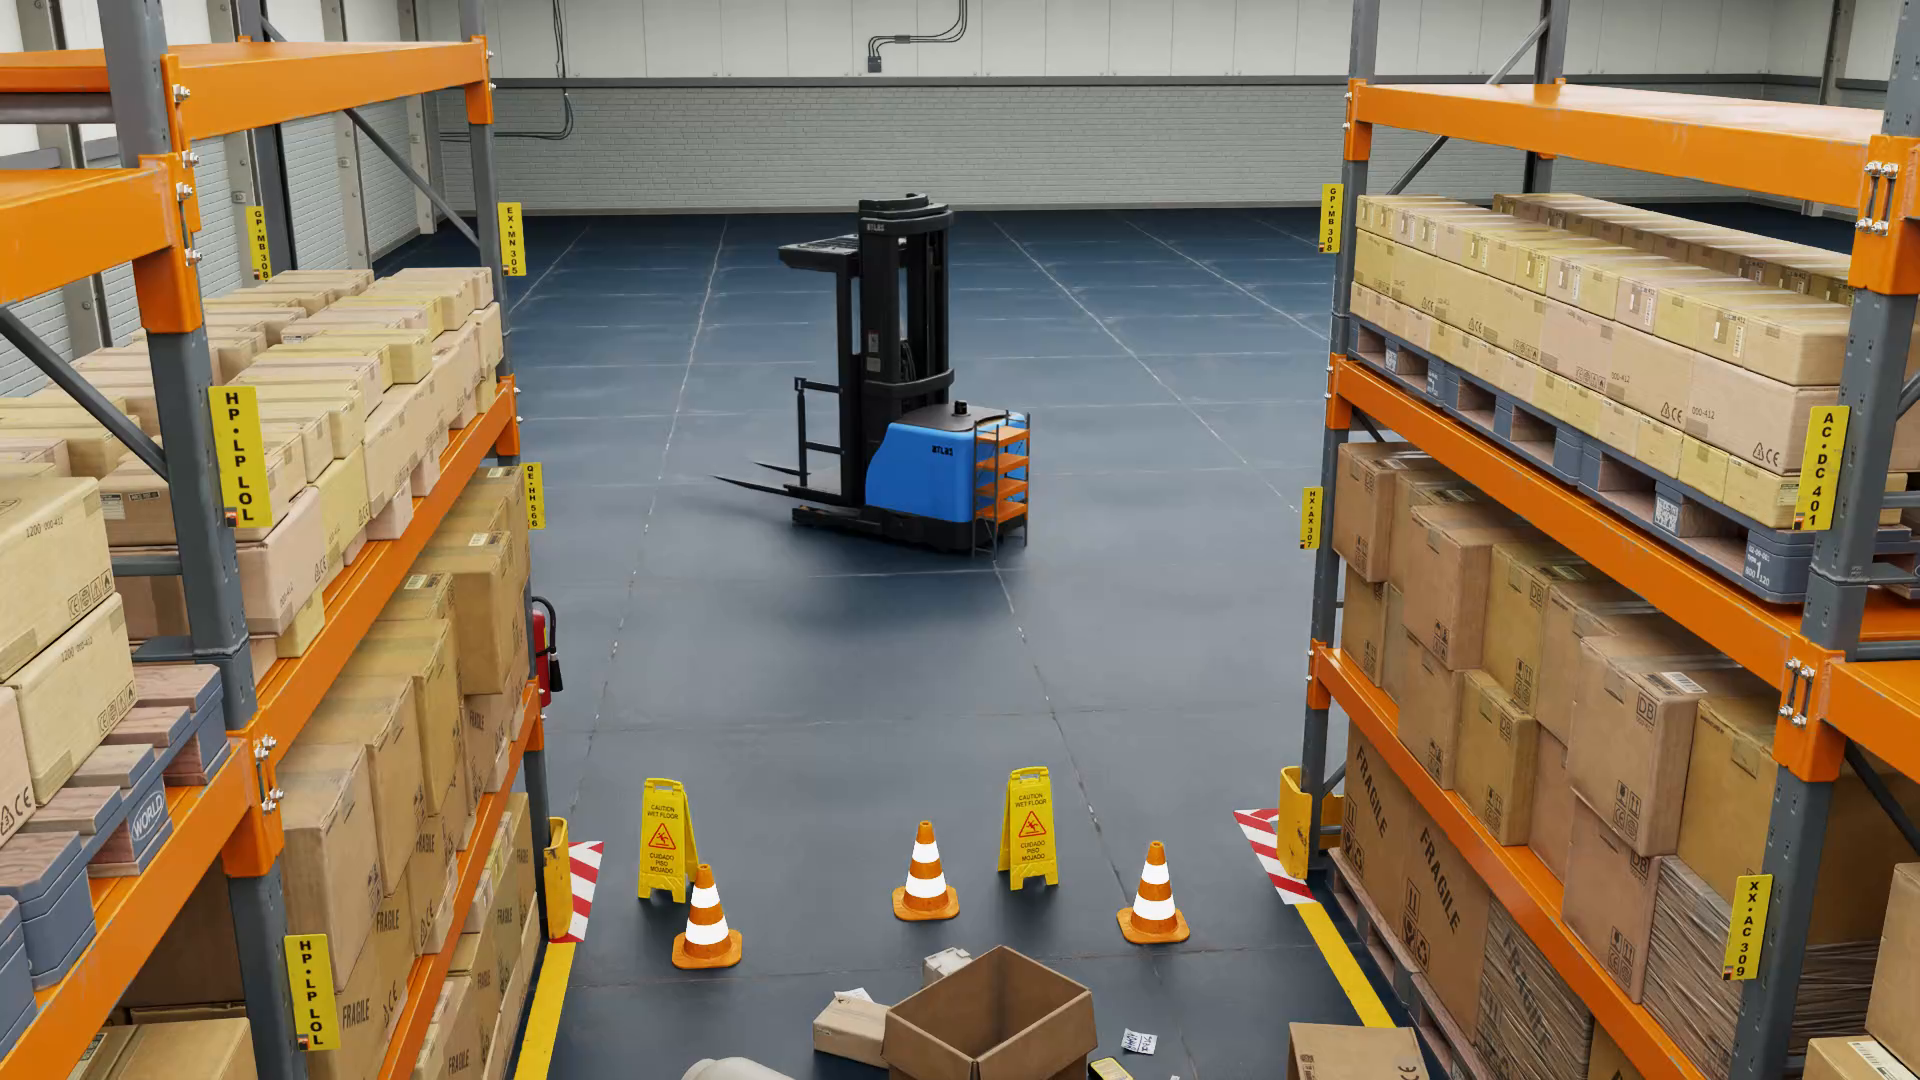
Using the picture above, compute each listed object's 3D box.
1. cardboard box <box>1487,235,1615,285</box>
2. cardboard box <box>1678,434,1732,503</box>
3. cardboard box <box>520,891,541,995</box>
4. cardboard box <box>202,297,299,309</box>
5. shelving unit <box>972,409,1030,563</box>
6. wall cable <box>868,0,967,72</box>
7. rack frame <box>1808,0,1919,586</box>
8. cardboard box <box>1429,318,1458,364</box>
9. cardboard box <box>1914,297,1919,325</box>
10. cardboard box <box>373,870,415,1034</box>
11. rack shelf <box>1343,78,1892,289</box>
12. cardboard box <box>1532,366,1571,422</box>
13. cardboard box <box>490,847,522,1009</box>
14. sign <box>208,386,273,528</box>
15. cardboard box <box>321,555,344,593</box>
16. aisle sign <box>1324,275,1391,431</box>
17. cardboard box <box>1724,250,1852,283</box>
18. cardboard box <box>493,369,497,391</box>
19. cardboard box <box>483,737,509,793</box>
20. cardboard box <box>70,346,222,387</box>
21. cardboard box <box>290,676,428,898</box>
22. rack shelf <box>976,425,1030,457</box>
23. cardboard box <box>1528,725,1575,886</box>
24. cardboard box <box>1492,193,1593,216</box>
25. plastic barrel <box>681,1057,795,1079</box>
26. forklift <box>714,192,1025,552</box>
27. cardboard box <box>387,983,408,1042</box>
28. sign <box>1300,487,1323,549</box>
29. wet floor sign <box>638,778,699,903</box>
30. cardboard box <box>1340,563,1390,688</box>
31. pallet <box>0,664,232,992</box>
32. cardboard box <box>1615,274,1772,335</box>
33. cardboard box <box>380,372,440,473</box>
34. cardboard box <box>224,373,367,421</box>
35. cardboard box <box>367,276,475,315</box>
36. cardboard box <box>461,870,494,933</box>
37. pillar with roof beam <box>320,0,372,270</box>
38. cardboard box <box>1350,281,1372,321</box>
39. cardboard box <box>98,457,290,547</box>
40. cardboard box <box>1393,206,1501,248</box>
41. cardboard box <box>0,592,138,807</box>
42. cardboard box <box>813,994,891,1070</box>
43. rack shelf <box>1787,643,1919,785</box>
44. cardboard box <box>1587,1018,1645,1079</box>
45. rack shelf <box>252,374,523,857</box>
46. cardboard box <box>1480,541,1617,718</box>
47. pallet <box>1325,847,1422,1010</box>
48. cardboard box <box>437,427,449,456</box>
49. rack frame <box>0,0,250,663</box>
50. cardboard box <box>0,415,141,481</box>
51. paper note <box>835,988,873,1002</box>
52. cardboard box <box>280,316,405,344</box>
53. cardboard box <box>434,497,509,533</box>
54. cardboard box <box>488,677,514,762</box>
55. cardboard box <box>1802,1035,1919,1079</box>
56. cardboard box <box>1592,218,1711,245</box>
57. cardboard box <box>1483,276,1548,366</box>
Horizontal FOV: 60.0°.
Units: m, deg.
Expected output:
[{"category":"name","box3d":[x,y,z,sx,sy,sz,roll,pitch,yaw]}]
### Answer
[{"category":"cardboard box","box3d":[2.211,-1.051,6.230,0.380,0.149,0.250,-2,17,-5]},{"category":"cardboard box","box3d":[2.368,-0.217,4.904,0.380,0.149,0.250,-1,17,-5]},{"category":"cardboard box","box3d":[-2.223,1.859,7.638,0.500,0.250,0.500,-2,18,-6]},{"category":"cardboard box","box3d":[-2.785,-0.844,6.438,0.380,0.149,0.250,-2,18,-6]},{"category":"shelving unit","box3d":[0.349,-0.464,14.143,0.258,1.200,0.503,13,21,32]},{"category":"wall cable","box3d":[-0.976,-13.733,37.718,2.305,6.003,0.169,-2,18,-6]},{"category":"rack frame","box3d":[2.749,-1.346,3.941,1.000,3.000,0.127,-2,18,-6]},{"category":"cardboard box","box3d":[2.158,-0.822,6.831,0.380,0.149,0.250,-2,18,-5]},{"category":"cardboard box","box3d":[3.022,-0.619,4.852,0.380,0.149,0.250,-2,18,-6]},{"category":"cardboard box","box3d":[-2.007,1.221,5.116,0.500,0.500,0.500,-2,18,-6]},{"category":"rack shelf","box3d":[2.543,-1.408,6.007,1.077,0.370,4.000,-2,18,-6]},{"category":"cardboard box","box3d":[2.261,-0.521,5.873,0.380,0.149,0.250,-2,18,-6]},{"category":"cardboard box","box3d":[-2.177,1.647,7.060,0.500,0.500,0.500,-1,17,-4]},{"category":"sign","box3d":[-1.612,-0.185,3.729,0.100,0.325,0.005,-2,18,-6]},{"category":"cardboard box","box3d":[-2.045,0.062,4.885,0.380,0.149,0.250,-1,17,-4]},{"category":"aisle sign","box3d":[2.031,-0.928,8.284,0.394,0.787,0.004,-2,18,-6]},{"category":"cardboard box","box3d":[2.917,-0.922,5.817,0.380,0.149,0.250,-2,18,-6]},{"category":"cardboard box","box3d":[-2.261,-0.706,7.330,0.380,0.149,0.250,-2,18,-5]},{"category":"cardboard box","box3d":[-2.127,0.957,7.040,0.380,0.149,0.250,-1,17,-5]},{"category":"cardboard box","box3d":[-2.669,-0.539,5.467,0.380,0.149,0.250,-2,17,-5]},{"category":"cardboard box","box3d":[-2.024,0.742,4.973,0.700,0.500,0.500,-2,18,-5]},{"category":"rack shelf","box3d":[0.354,-0.837,14.022,0.258,0.148,0.480,13,21,32]},{"category":"cardboard box","box3d":[2.682,1.007,6.210,0.875,0.550,0.550,-2,18,-6]},{"category":"cardboard box","box3d":[2.709,-1.525,7.741,0.380,0.149,0.250,-2,18,-5]},{"category":"plastic barrel","box3d":[-0.857,2.305,6.628,0.512,0.421,0.421,11,21,32]},{"category":"forklift","box3d":[-0.915,-1.619,14.940,3.031,2.935,1.130,12,21,33]},{"category":"cardboard box","box3d":[-2.003,1.489,5.347,0.380,0.149,0.250,-1,17,-4]},{"category":"sign","box3d":[1.784,-0.111,8.445,0.100,0.325,0.005,-2,18,-6]},{"category":"wet floor sign","box3d":[-1.532,1.541,8.691,0.267,0.644,0.232,4,18,13]},{"category":"cardboard box","box3d":[2.420,0.362,8.266,0.875,0.550,0.550,-2,18,-6]},{"category":"pallet","box3d":[-2.206,0.545,3.239,1.213,0.211,1.003,-2,18,-6]},{"category":"cardboard box","box3d":[2.318,-0.747,5.262,0.380,0.149,0.250,-1,17,-5]},{"category":"cardboard box","box3d":[-2.092,-0.395,5.674,0.500,0.250,0.500,-2,18,-5]},{"category":"cardboard box","box3d":[-2.022,-0.403,5.035,0.380,0.149,0.250,-2,18,-7]},{"category":"cardboard box","box3d":[-2.259,-1.015,6.981,0.380,0.149,0.250,-1,17,-5]},{"category":"cardboard box","box3d":[-2.081,1.443,6.627,0.380,0.149,0.250,-1,17,-3]},{"category":"pillar with roof beam","box3d":[-6.531,-9.248,29.112,9.100,9.000,0.400,-2,18,-6]},{"category":"cardboard box","box3d":[2.053,-1.123,7.789,0.380,0.149,0.250,-2,18,-5]},{"category":"cardboard box","box3d":[-1.872,-0.096,4.057,0.380,0.149,0.250,-2,18,-7]},{"category":"cardboard box","box3d":[2.106,-1.355,7.198,0.380,0.149,0.250,-2,18,-6]},{"category":"cardboard box","box3d":[-1.959,0.309,3.227,0.500,0.250,0.500,-2,18,-7]},{"category":"cardboard box","box3d":[-0.432,2.196,7.435,0.380,0.149,0.250,8,19,23]},{"category":"rack shelf","box3d":[2.956,1.024,2.600,1.077,0.370,4.000,-2,18,-6]},{"category":"cardboard box","box3d":[2.754,2.140,5.699,0.875,0.875,0.875,-2,17,-5]},{"category":"rack shelf","box3d":[-2.370,0.015,5.813,1.077,0.370,4.000,-2,18,-6]},{"category":"cardboard box","box3d":[2.592,0.335,6.548,0.875,0.550,0.500,-2,18,-6]},{"category":"pallet","box3d":[2.497,1.891,8.302,1.003,0.211,1.213,-2,18,-6]},{"category":"cardboard box","box3d":[-2.177,-0.402,6.363,0.380,0.149,0.250,-2,18,-6]},{"category":"rack frame","box3d":[-2.164,-1.163,3.358,1.000,3.000,0.127,-2,18,-6]},{"category":"cardboard box","box3d":[-2.455,-0.236,4.500,0.380,0.149,0.250,-1,17,-4]},{"category":"paper note","box3d":[-0.499,2.144,7.796,0.148,0.019,0.142,-8,19,-25]},{"category":"cardboard box","box3d":[-2.221,-0.710,6.011,0.380,0.149,0.250,-2,18,-7]},{"category":"cardboard box","box3d":[-2.262,0.137,6.899,0.700,0.500,0.500,-2,18,-5]},{"category":"cardboard box","box3d":[-2.199,0.620,7.030,0.500,0.500,0.500,-2,18,-6]},{"category":"cardboard box","box3d":[2.536,1.633,4.299,0.500,0.500,0.500,-2,17,-5]},{"category":"cardboard box","box3d":[2.813,-1.223,6.778,0.380,0.149,0.250,-2,18,-5]},{"category":"cardboard box","box3d":[2.288,-0.822,6.167,0.500,0.250,0.500,-2,18,-6]}]
